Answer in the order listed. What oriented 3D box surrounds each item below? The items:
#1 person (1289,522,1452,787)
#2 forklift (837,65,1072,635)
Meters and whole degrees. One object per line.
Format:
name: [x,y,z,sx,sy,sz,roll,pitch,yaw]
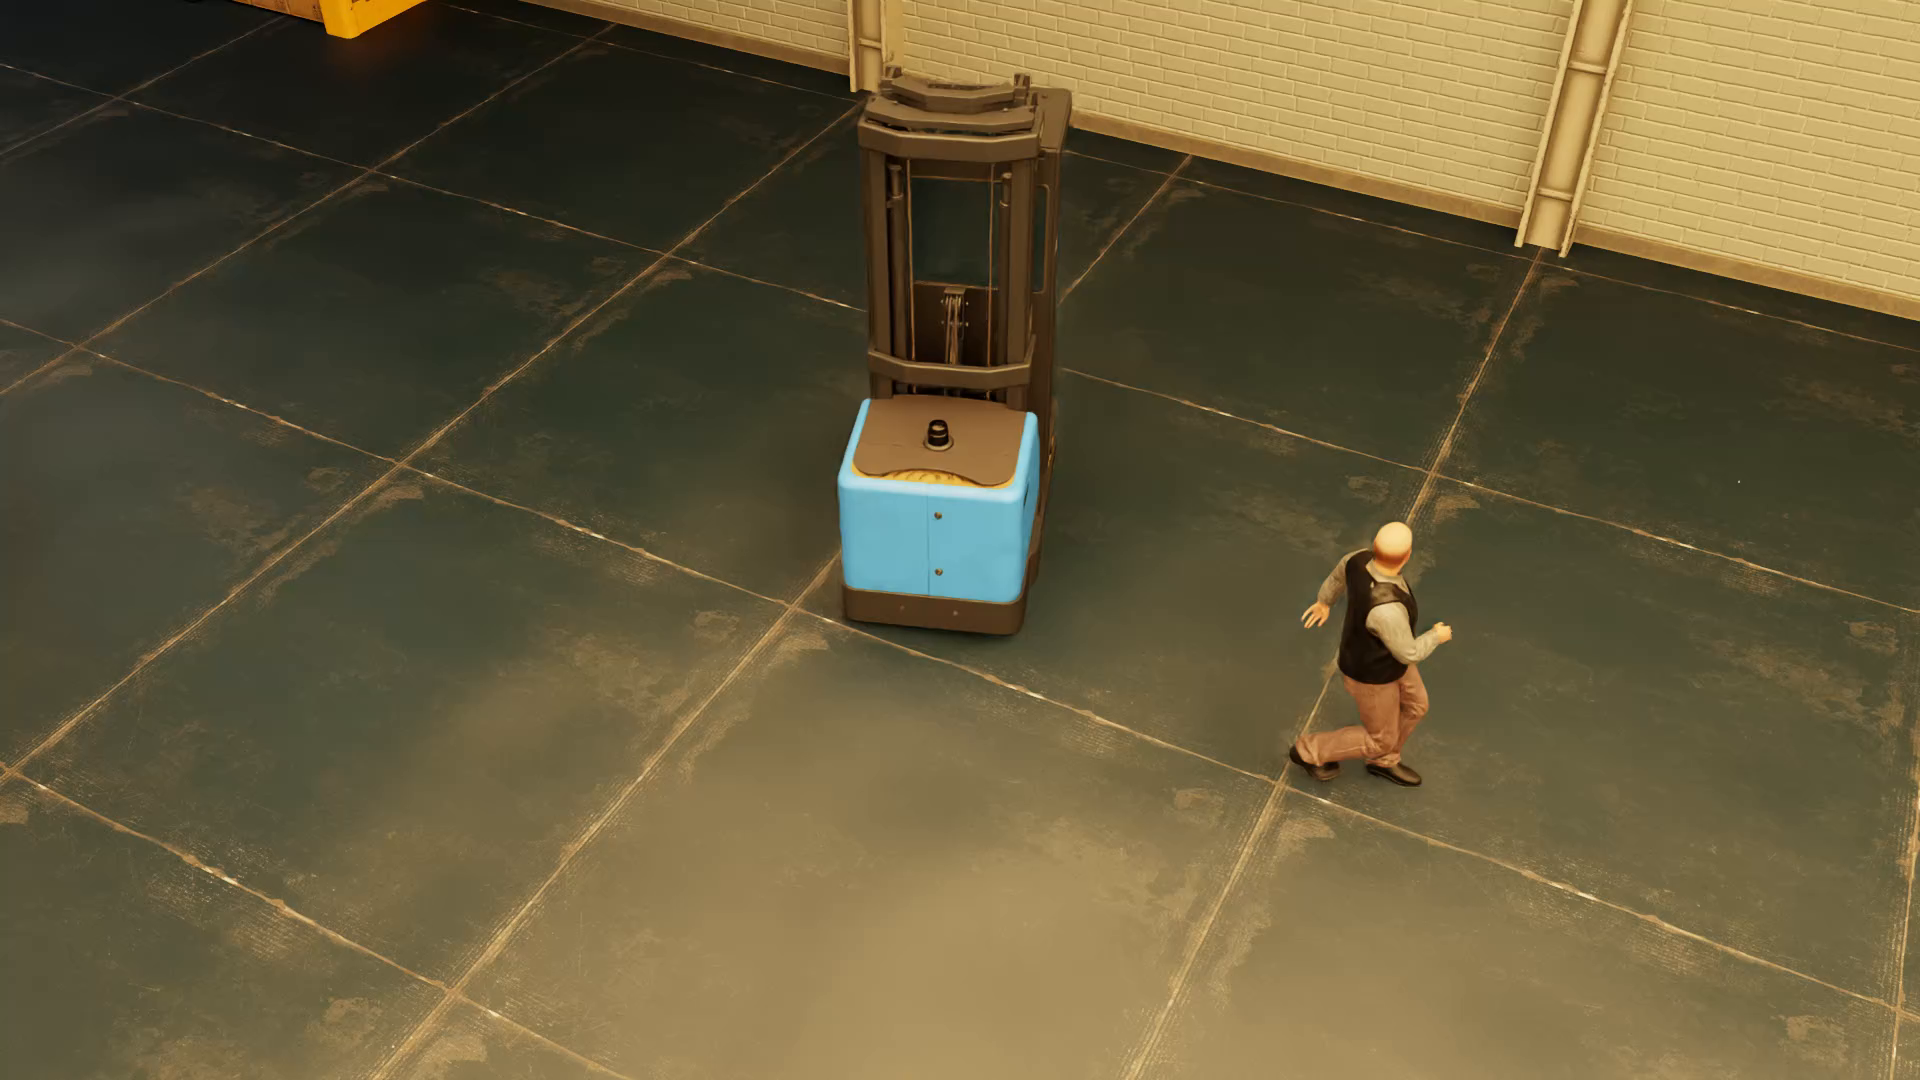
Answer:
person: [2.069,0.576,8.314,0.760,1.648,0.601,10,41,12]
forklift: [0.036,-1.526,9.799,1.130,2.935,3.031,5,40,6]
